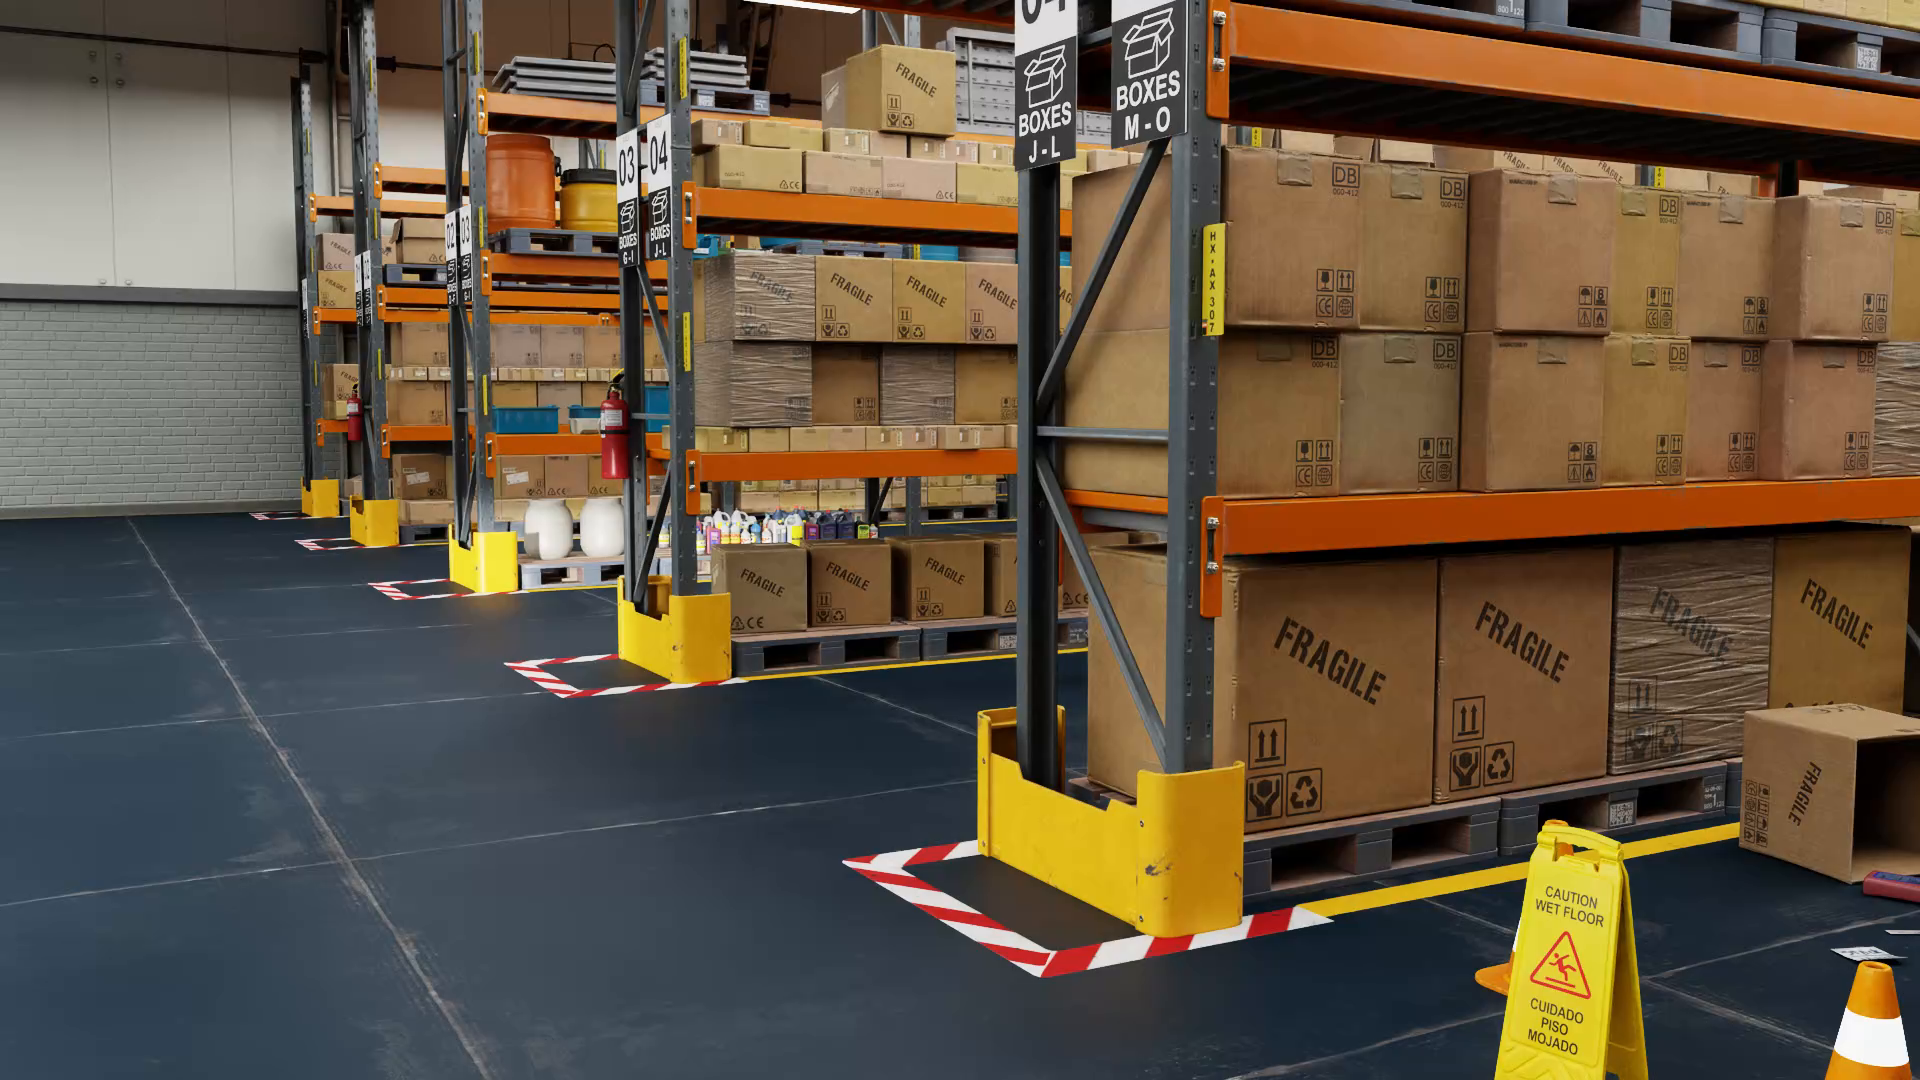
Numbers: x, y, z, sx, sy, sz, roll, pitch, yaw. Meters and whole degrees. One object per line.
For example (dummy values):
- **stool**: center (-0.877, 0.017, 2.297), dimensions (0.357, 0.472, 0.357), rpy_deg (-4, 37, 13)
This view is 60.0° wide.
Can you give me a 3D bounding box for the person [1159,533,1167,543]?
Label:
- **person**: center (1.417, -0.089, 9.575), dimensions (0.691, 1.780, 0.590), rpy_deg (-2, 5, -22)
